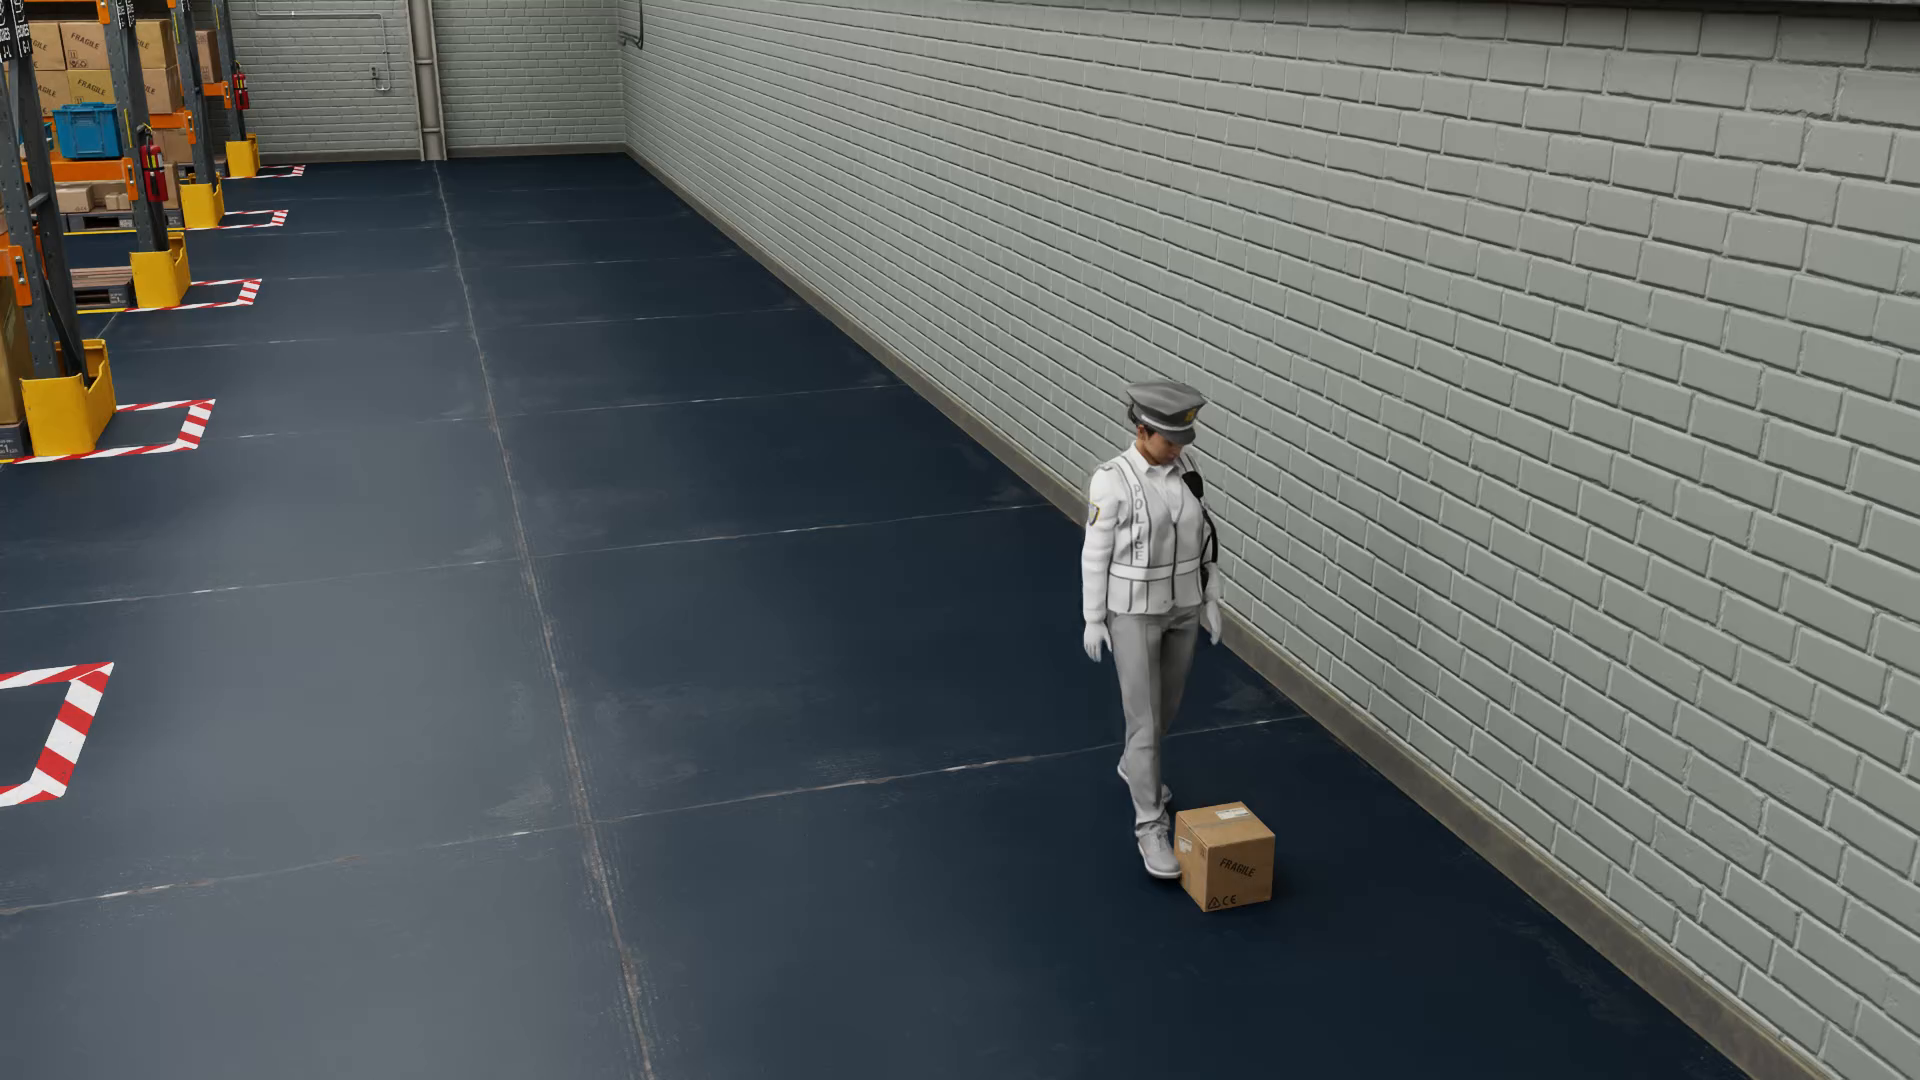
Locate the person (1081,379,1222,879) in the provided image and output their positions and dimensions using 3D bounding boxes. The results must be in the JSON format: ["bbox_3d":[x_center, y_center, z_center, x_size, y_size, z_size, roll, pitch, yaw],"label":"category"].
[{"bbox_3d":[0.712,0.266,5.775,0.520,1.633,0.738,-10,22,-26],"label":"person"}]
